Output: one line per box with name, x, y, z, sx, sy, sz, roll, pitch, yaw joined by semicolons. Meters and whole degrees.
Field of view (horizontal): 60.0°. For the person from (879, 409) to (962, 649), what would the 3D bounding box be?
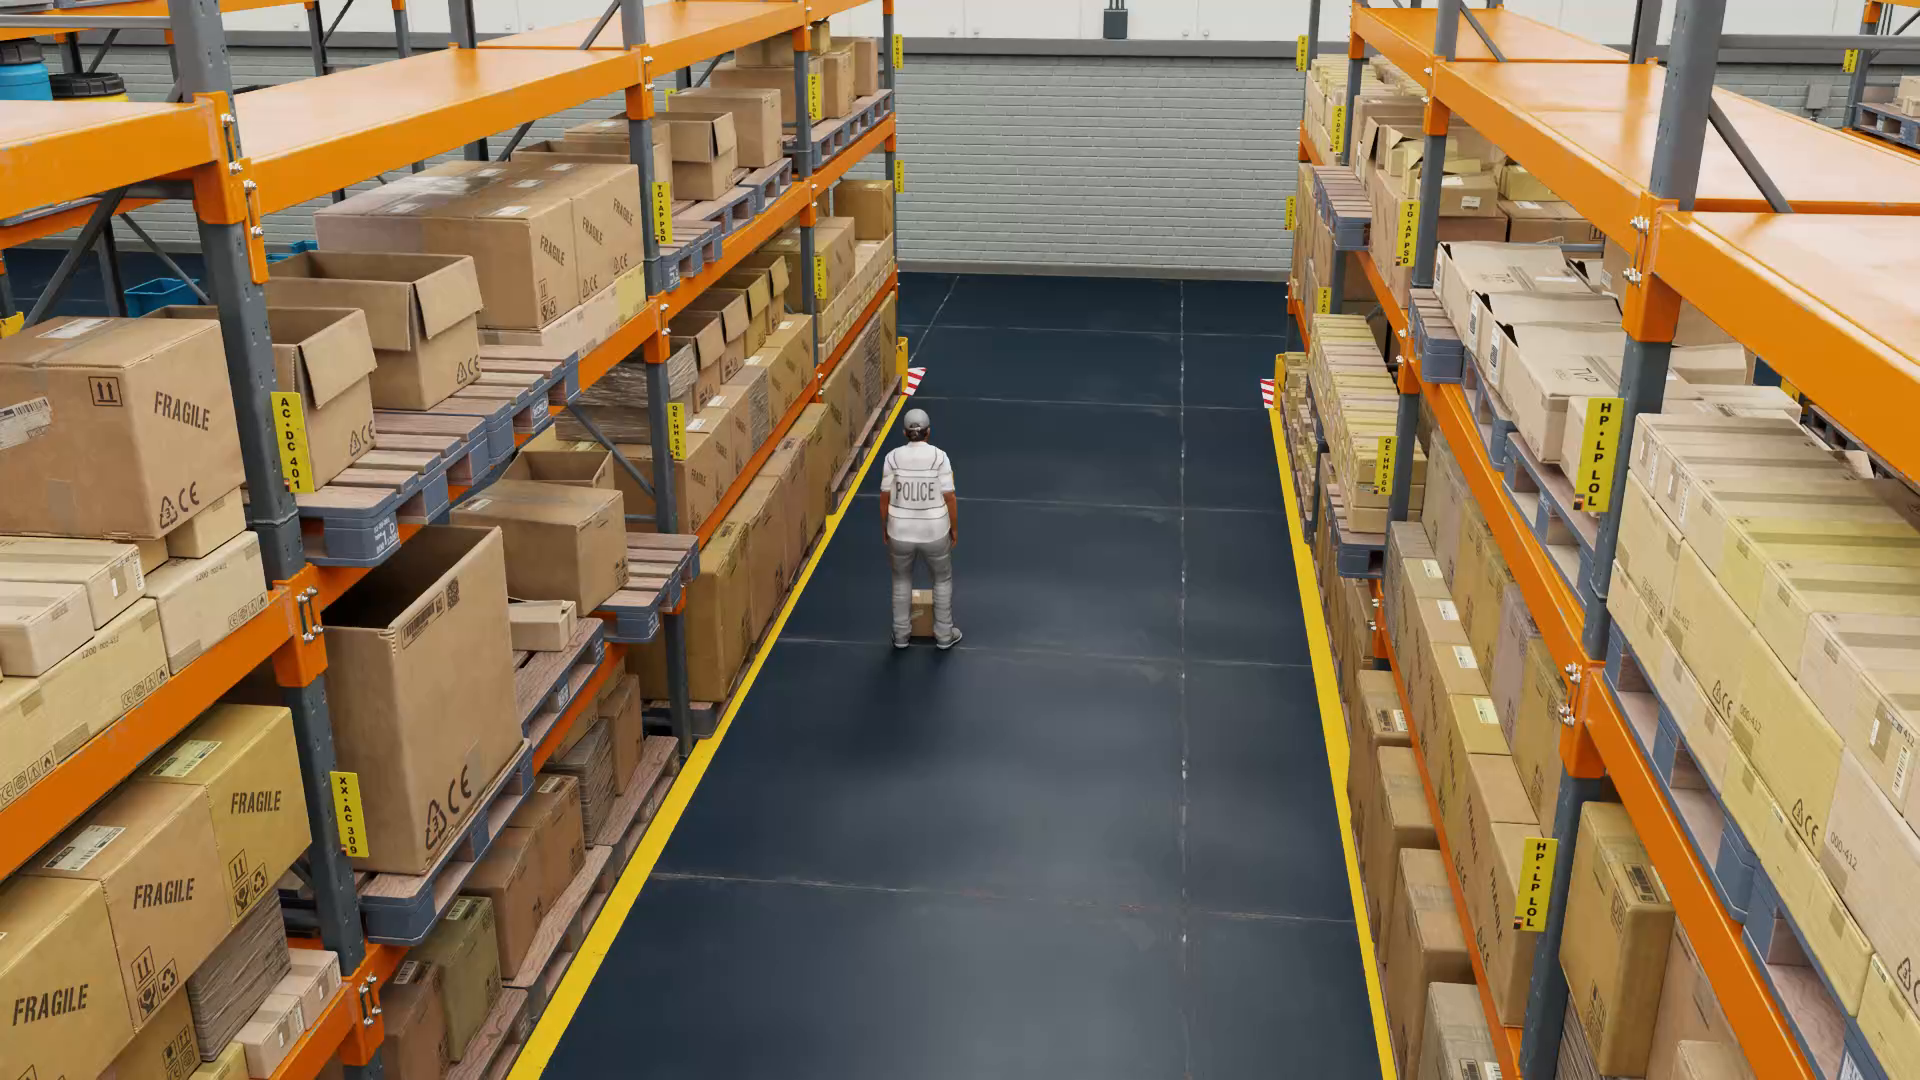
person;-0.266;-0.065;11.242;0.540;1.665;0.467;2;21;5
